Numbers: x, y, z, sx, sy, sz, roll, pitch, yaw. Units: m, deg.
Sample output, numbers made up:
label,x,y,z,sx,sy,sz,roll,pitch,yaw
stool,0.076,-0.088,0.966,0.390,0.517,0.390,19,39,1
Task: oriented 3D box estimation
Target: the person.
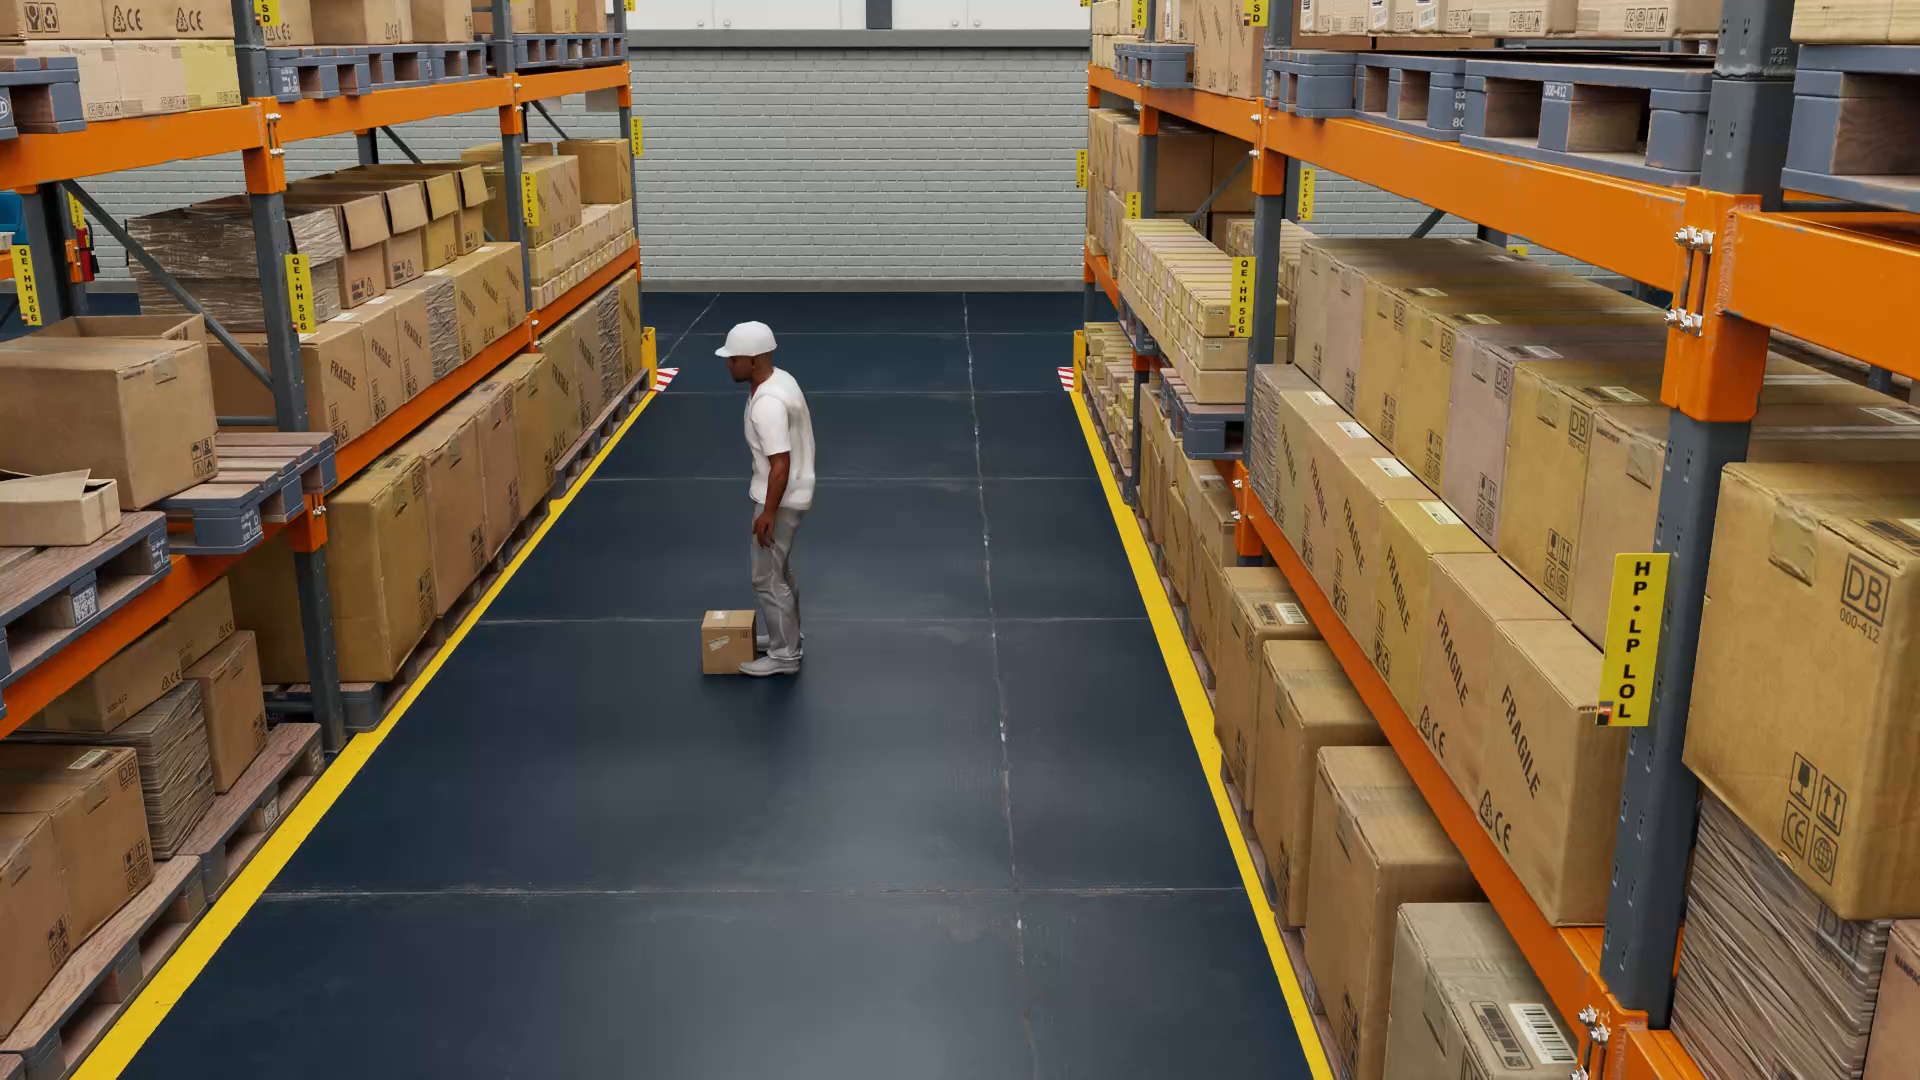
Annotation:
label,x,y,z,sx,sy,sz,roll,pitch,yaw
person,-0.939,-0.206,8.190,0.462,1.759,0.633,-1,17,-4
